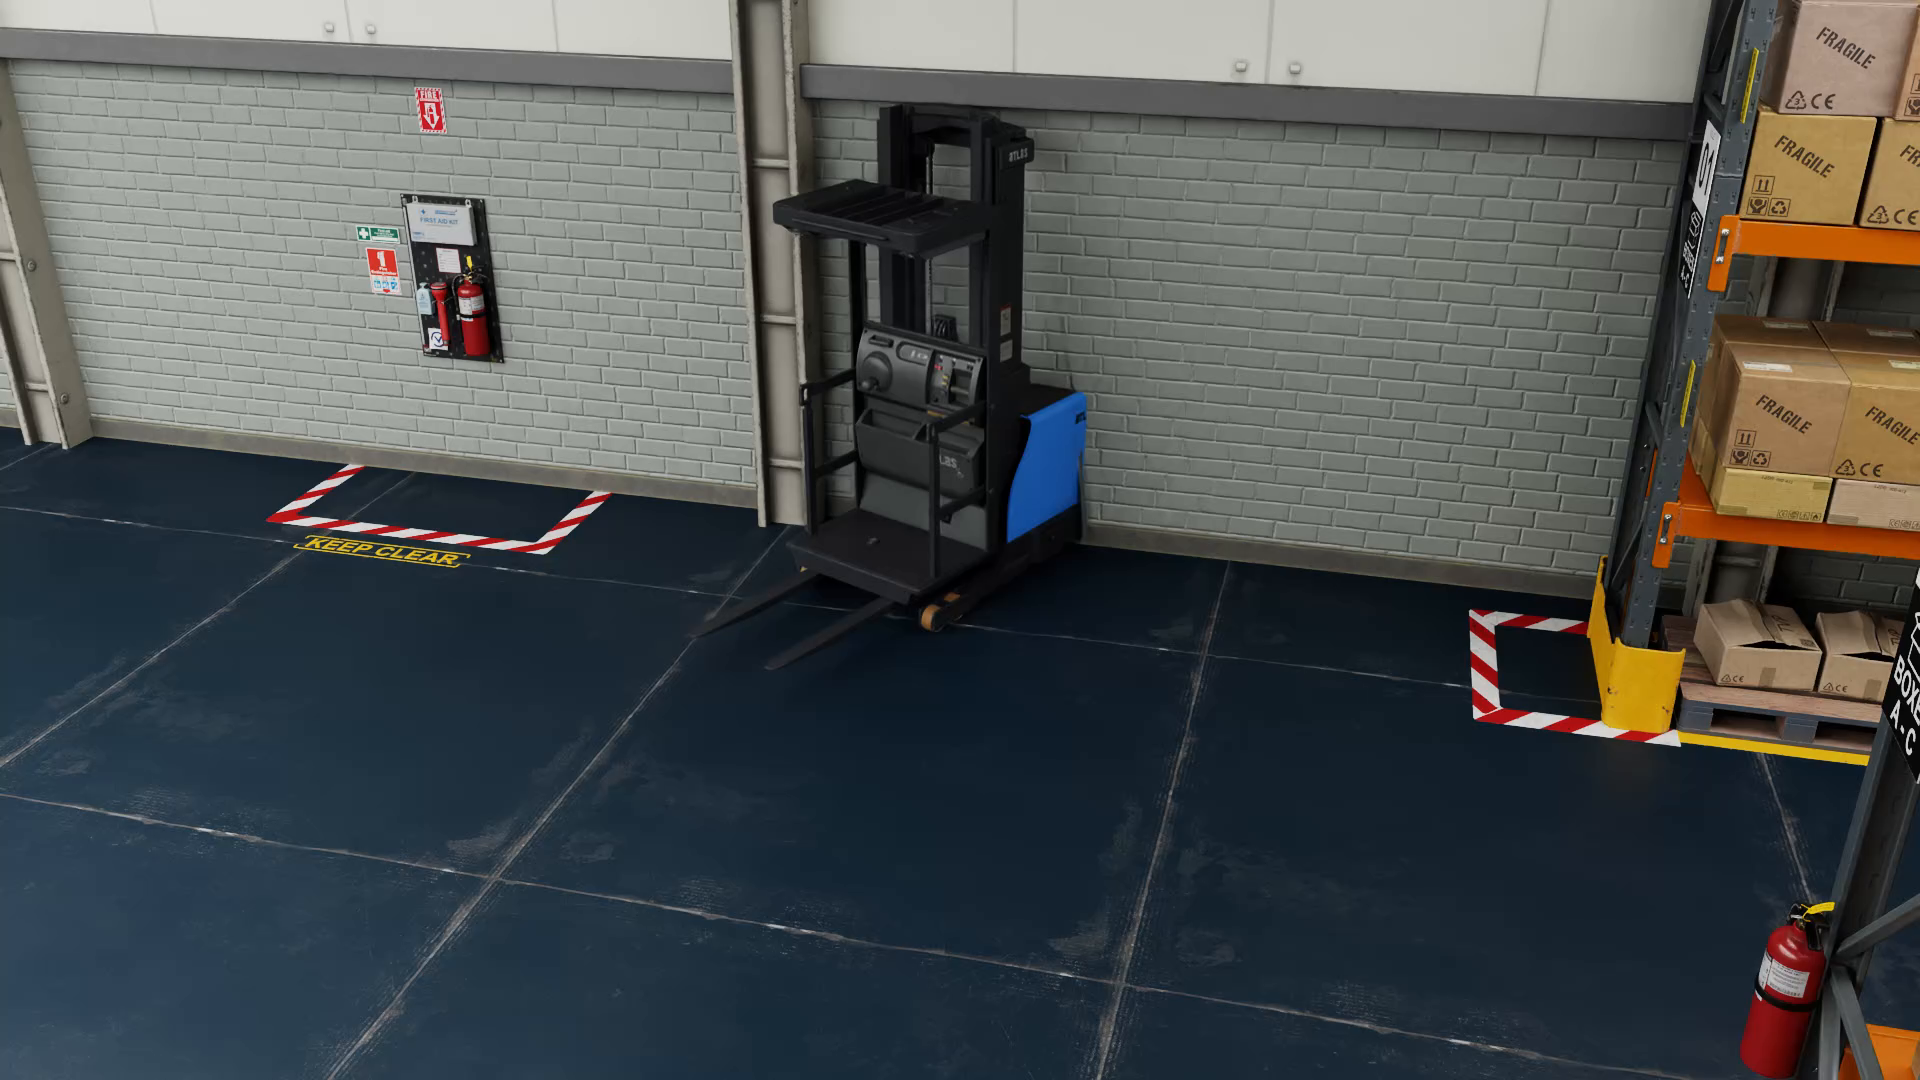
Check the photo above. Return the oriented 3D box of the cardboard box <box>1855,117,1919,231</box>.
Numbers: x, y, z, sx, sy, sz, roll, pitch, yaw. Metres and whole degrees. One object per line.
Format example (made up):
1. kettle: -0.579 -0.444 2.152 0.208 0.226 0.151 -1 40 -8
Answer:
1. cardboard box: 4.532 -1.760 7.829 0.500 0.500 0.500 8 27 16

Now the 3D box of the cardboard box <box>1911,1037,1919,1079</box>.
1. cardboard box: 2.978 1.509 4.475 0.500 0.500 0.700 6 26 13

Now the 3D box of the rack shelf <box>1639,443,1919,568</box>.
1. rack shelf: 5.696 -0.025 8.650 4.000 0.370 1.077 6 26 13

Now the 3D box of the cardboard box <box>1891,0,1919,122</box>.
1. cardboard box: 4.545 -2.207 7.604 0.500 0.500 0.500 6 26 12

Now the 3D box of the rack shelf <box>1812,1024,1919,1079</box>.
1. rack shelf: 4.466 2.037 4.318 4.000 0.370 1.077 6 26 13

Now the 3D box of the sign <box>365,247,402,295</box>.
1. sign: -4.052 -1.890 11.690 0.234 0.329 0.001 6 26 13

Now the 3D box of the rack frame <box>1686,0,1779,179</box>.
1. rack frame: 3.759 -3.273 7.656 0.127 3.000 1.000 6 26 13

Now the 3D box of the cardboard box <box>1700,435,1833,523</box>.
1. cardboard box: 4.153 -0.321 8.586 0.500 0.250 0.500 6 26 11

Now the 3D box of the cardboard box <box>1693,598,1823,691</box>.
1. cardboard box: 4.407 0.563 9.195 0.500 0.311 0.500 3 26 7

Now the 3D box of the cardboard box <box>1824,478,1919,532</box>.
1. cardboard box: 4.659 -0.271 8.482 0.500 0.250 0.500 5 26 11

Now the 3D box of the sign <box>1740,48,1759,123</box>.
1. sign: 3.624 -2.087 7.638 0.005 0.325 0.100 6 26 13

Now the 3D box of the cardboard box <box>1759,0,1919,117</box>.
1. cardboard box: 4.072 -2.282 7.761 0.500 0.500 0.500 4 26 9

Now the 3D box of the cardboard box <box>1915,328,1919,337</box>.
1. cardboard box: 5.256 -0.771 8.658 0.500 0.500 0.500 6 26 12

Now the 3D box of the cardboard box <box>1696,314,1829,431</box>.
1. cardboard box: 4.269 -0.882 8.892 0.500 0.500 0.500 6 26 12

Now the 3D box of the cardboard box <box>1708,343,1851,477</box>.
1. cardboard box: 4.147 -0.668 8.442 0.500 0.500 0.500 6 26 13

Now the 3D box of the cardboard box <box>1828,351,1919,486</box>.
1. cardboard box: 4.623 -0.611 8.322 0.500 0.500 0.500 6 26 13

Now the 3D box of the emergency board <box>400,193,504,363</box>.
1. emergency board: -3.542 -1.772 11.483 0.643 1.169 0.194 6 26 13

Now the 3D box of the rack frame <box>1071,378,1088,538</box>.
1. rack frame: 0.743 -0.799 11.077 0.032 1.500 0.500 -7 18 -3

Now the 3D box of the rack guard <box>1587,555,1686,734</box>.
1. rack guard: 3.833 0.573 9.466 0.348 0.500 1.175 6 26 13

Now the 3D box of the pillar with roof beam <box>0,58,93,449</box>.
1. pillar with roof beam: -8.041 -3.051 7.189 0.400 9.000 9.100 6 26 13

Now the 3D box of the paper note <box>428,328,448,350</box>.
1. paper note: -3.696 -1.422 11.772 0.142 0.148 0.016 6 26 13

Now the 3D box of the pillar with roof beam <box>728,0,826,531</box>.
1. pillar with roof beam: -2.230 -2.408 5.840 0.400 9.000 9.100 6 26 13

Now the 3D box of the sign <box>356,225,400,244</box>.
1. sign: -4.050 -2.125 11.567 0.331 0.109 0.001 6 26 13

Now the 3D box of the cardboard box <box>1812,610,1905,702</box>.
1. cardboard box: 4.959 0.624 9.066 0.500 0.311 0.500 9 27 17

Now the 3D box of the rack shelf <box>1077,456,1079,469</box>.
1. rack shelf: 0.257 -0.568 11.102 1.000 0.185 0.538 -7 18 -3

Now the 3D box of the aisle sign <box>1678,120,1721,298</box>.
1. aisle sign: 3.615 -1.621 8.141 0.004 0.787 0.394 6 26 13

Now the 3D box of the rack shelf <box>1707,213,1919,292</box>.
1. rack shelf: 5.696 -1.380 8.006 4.000 0.370 1.077 6 26 13

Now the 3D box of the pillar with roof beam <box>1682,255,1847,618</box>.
1. pillar with roof beam: 3.580 -1.766 4.490 0.400 9.000 9.100 6 26 13

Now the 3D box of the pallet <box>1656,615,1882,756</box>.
1. pallet: 4.611 0.805 9.314 1.213 0.211 1.003 6 26 13

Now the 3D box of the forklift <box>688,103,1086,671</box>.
1. forklift: -0.379 -1.003 9.948 1.130 2.935 3.031 18 31 34

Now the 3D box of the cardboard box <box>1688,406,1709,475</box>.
1. cardboard box: 4.260 -0.536 9.038 0.500 0.250 0.500 7 26 14

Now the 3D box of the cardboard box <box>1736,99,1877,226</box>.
1. cardboard box: 4.021 -1.833 7.981 0.500 0.500 0.500 7 26 14

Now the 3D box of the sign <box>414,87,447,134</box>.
1. sign: -3.525 -2.861 11.073 0.199 0.298 0.001 6 26 13

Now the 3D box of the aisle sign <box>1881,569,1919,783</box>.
1. aisle sign: 2.539 0.195 4.326 0.004 0.787 0.394 6 26 13

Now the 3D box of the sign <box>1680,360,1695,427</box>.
1. sign: 3.624 -0.729 8.285 0.005 0.325 0.100 6 26 13

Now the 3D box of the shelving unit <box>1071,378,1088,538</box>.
1. shelving unit: 0.240 -0.739 11.048 1.048 1.500 0.538 -7 18 -3

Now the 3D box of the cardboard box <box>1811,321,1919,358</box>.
1. cardboard box: 4.754 -0.824 8.770 0.500 0.500 0.500 7 26 14

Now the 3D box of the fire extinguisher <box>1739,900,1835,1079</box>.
1. fire extinguisher: 2.530 1.327 5.062 0.183 0.674 0.296 6 26 13

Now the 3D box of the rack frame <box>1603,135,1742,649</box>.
1. rack frame: 3.759 -0.564 8.946 0.127 3.000 1.000 6 26 13
